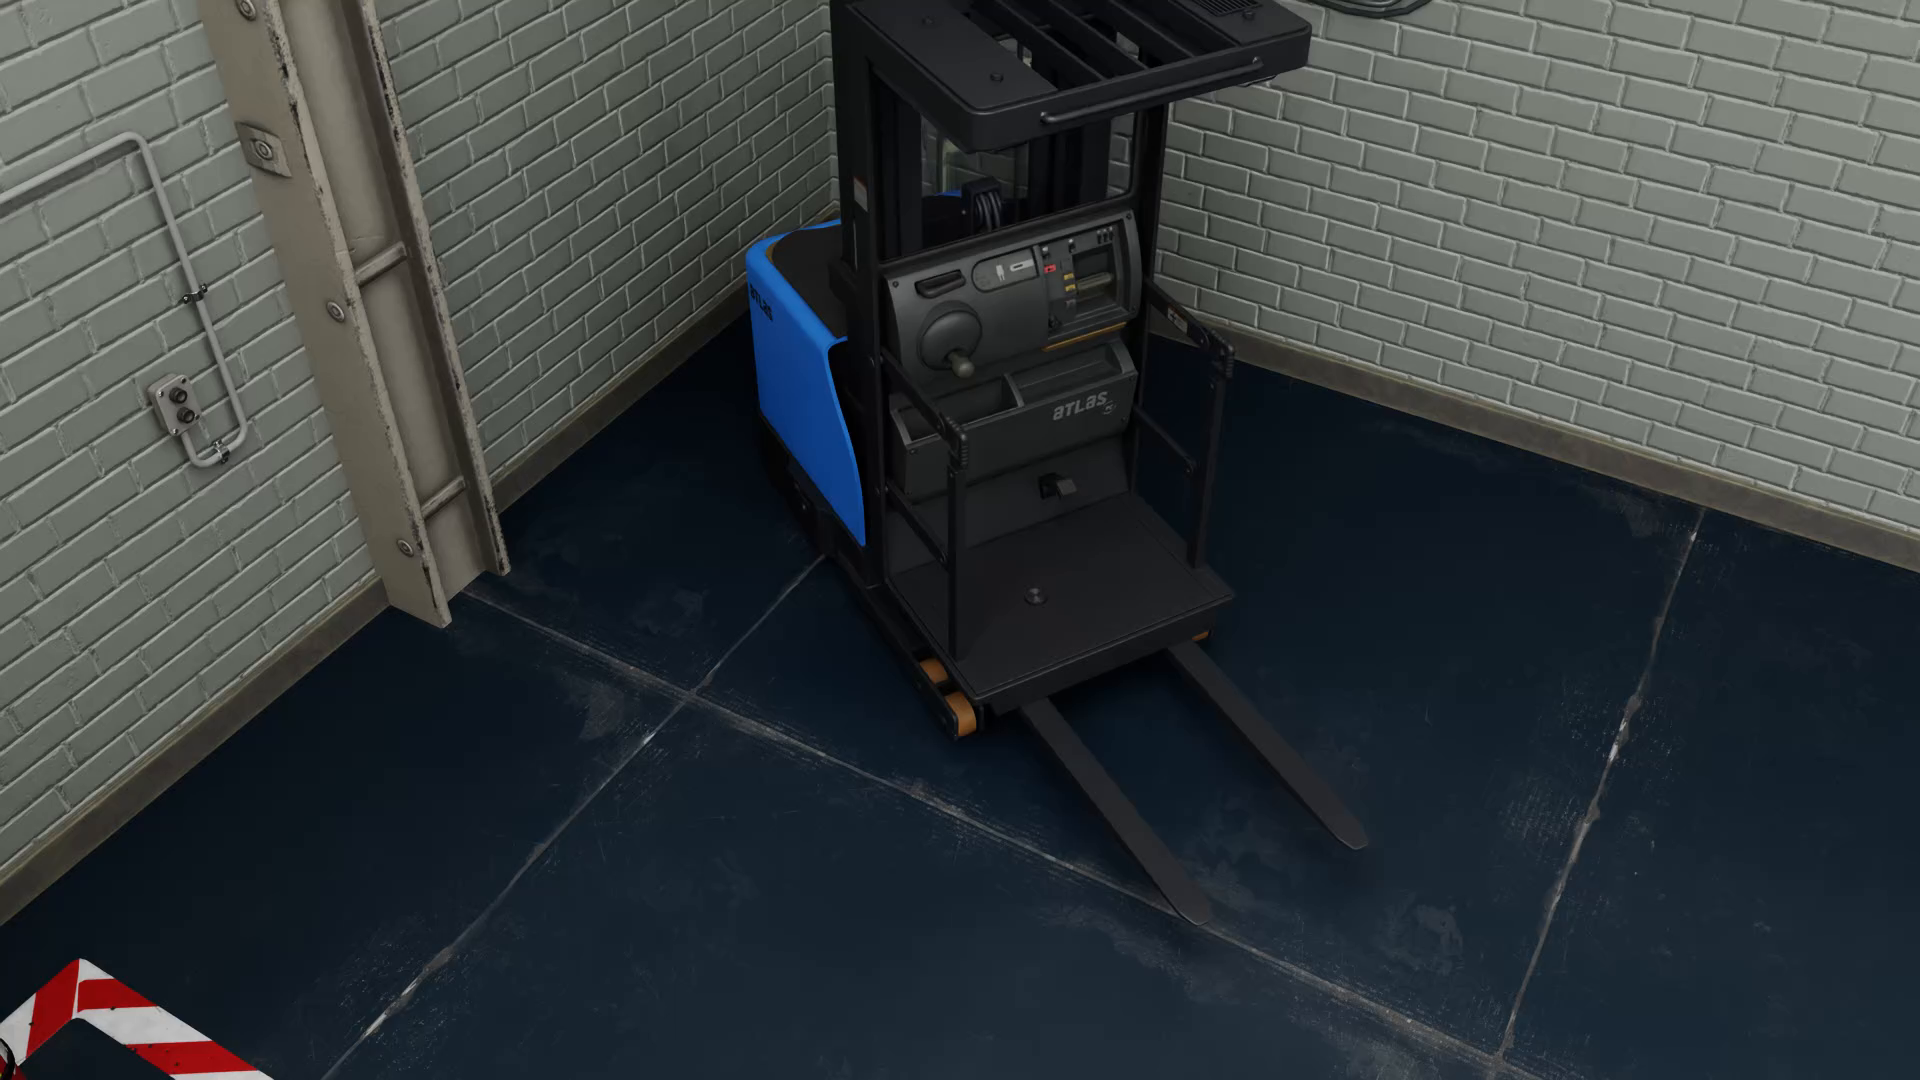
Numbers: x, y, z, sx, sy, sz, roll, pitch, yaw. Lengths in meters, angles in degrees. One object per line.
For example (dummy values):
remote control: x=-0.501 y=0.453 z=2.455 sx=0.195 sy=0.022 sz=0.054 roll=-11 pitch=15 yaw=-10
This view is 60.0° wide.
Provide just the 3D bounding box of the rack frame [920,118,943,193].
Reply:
rack frame: x=-0.153 y=-1.406 z=7.189 sx=0.023 sy=1.500 sz=0.400 roll=-13 pitch=43 yaw=-16

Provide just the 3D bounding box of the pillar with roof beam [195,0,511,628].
pillar with roof beam: x=1.713 y=-1.778 z=1.960 sx=9.100 sy=9.000 sz=0.400 roll=21 pitch=45 yaw=22

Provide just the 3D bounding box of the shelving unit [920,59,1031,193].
shelving unit: x=0.191 y=-1.483 z=7.287 sx=0.755 sy=1.500 sz=0.431 roll=-13 pitch=43 yaw=-16

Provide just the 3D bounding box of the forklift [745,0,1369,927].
forklift: x=0.296 y=-0.738 z=5.370 sx=1.130 sy=2.935 sz=3.031 roll=-20 pitch=45 yaw=-21

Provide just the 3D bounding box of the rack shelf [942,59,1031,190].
rack shelf: x=0.198 y=-1.777 z=7.031 sx=0.720 sy=0.370 sz=0.431 roll=-13 pitch=43 yaw=-16

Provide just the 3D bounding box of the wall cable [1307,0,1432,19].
wall cable: x=0.523 y=-3.324 z=6.065 sx=3.097 sy=2.526 sz=0.112 roll=21 pitch=45 yaw=22

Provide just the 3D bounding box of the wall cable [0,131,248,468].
wall cable: x=-2.795 y=-0.546 z=4.332 sx=0.084 sy=1.984 sz=1.851 roll=21 pitch=45 yaw=22
